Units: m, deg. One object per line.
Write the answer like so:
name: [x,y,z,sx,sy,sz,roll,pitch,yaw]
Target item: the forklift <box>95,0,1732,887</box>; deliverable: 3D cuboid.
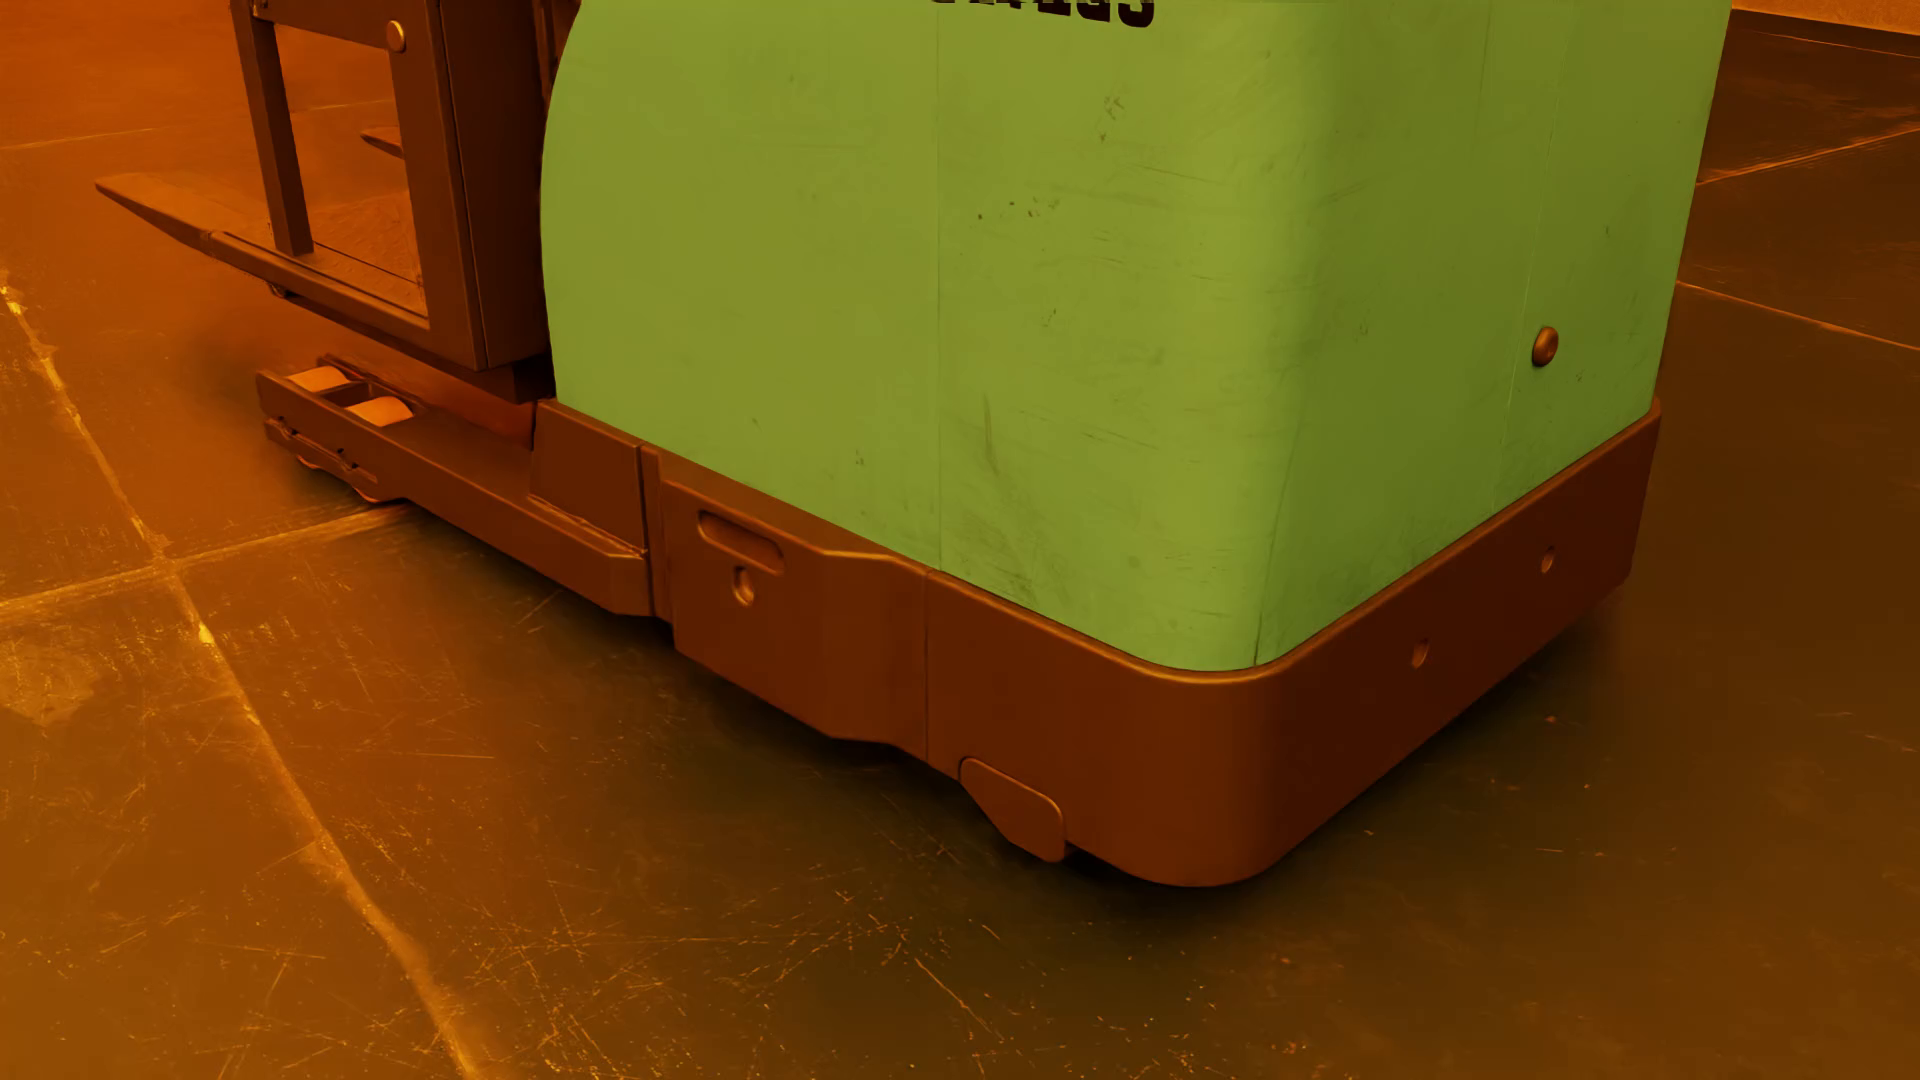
forklift: [-0.503,-1.517,2.255,3.031,2.935,1.130,23,35,38]
